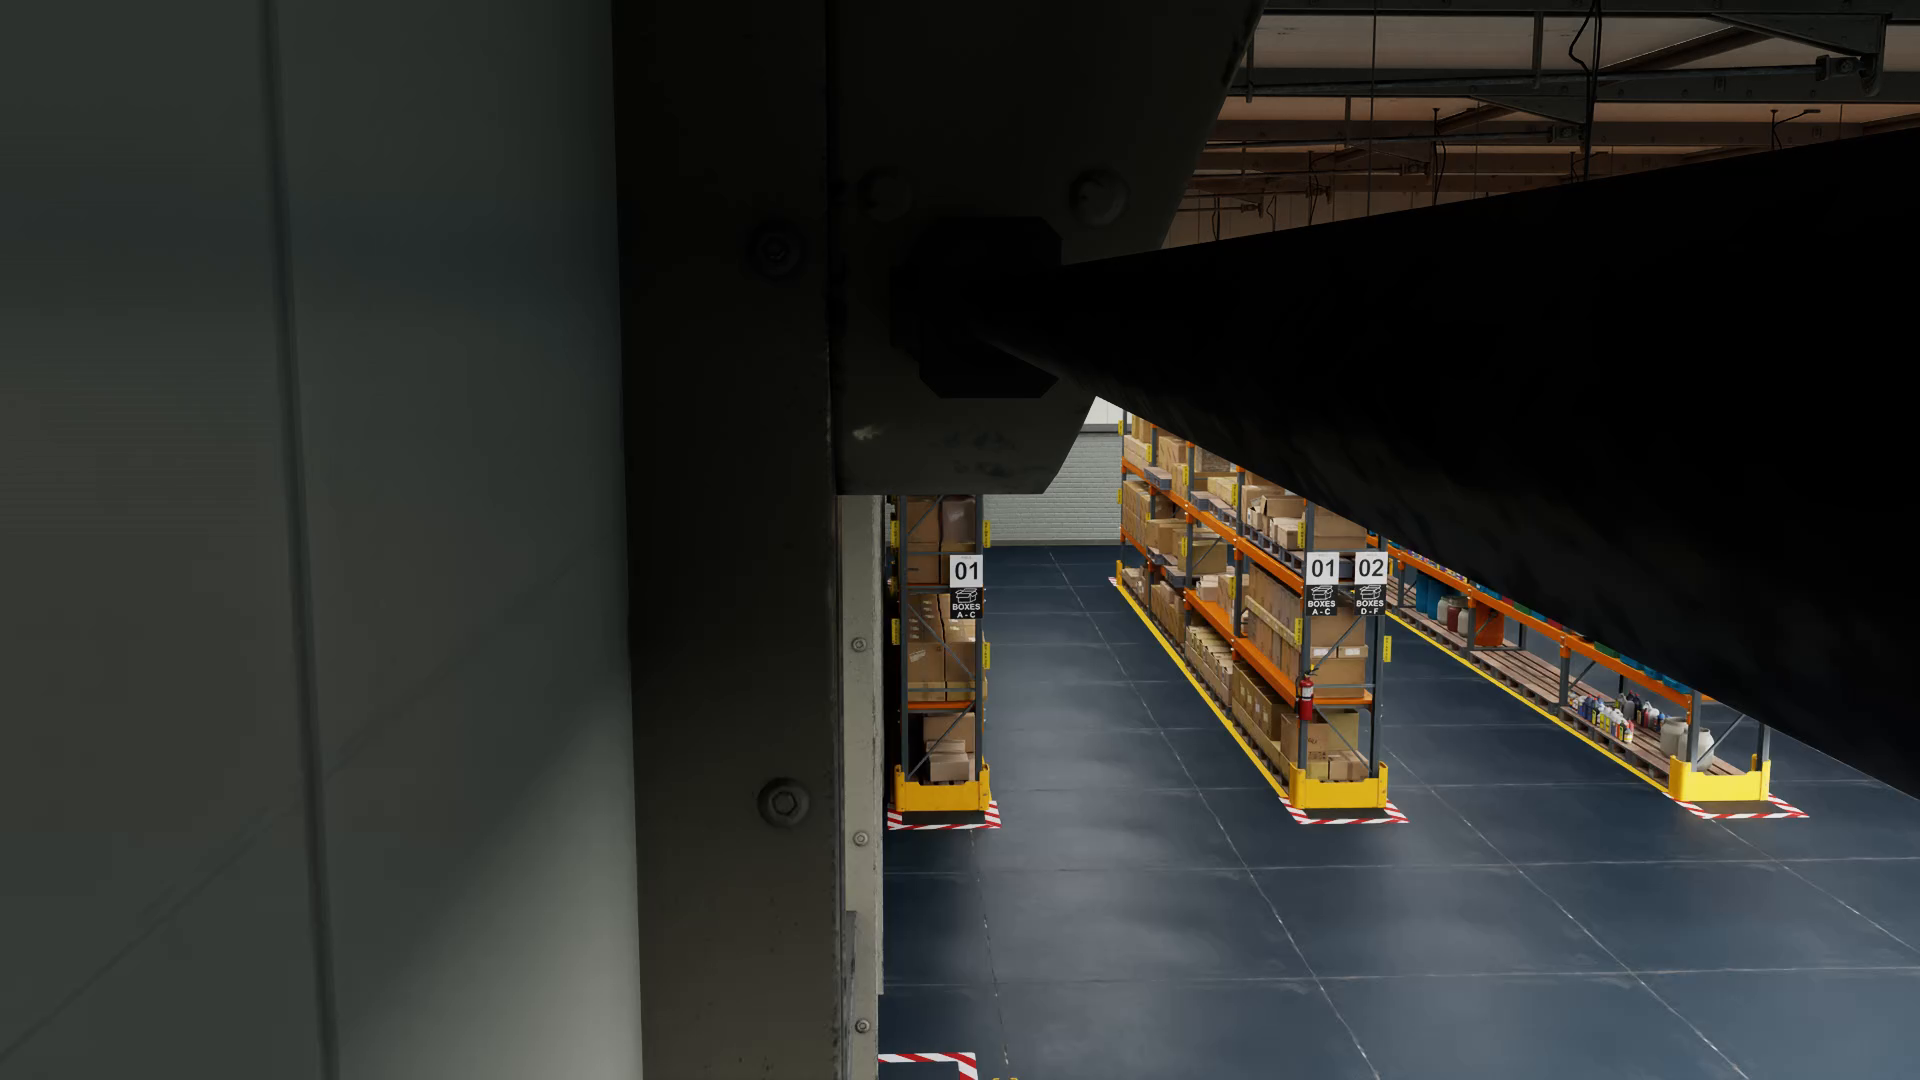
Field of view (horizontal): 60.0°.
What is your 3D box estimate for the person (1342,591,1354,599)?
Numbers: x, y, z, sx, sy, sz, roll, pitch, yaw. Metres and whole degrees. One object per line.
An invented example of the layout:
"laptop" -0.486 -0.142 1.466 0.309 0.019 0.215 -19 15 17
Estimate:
"person" 6.219 1.544 26.663 0.666 1.779 0.721 0 8 -3
